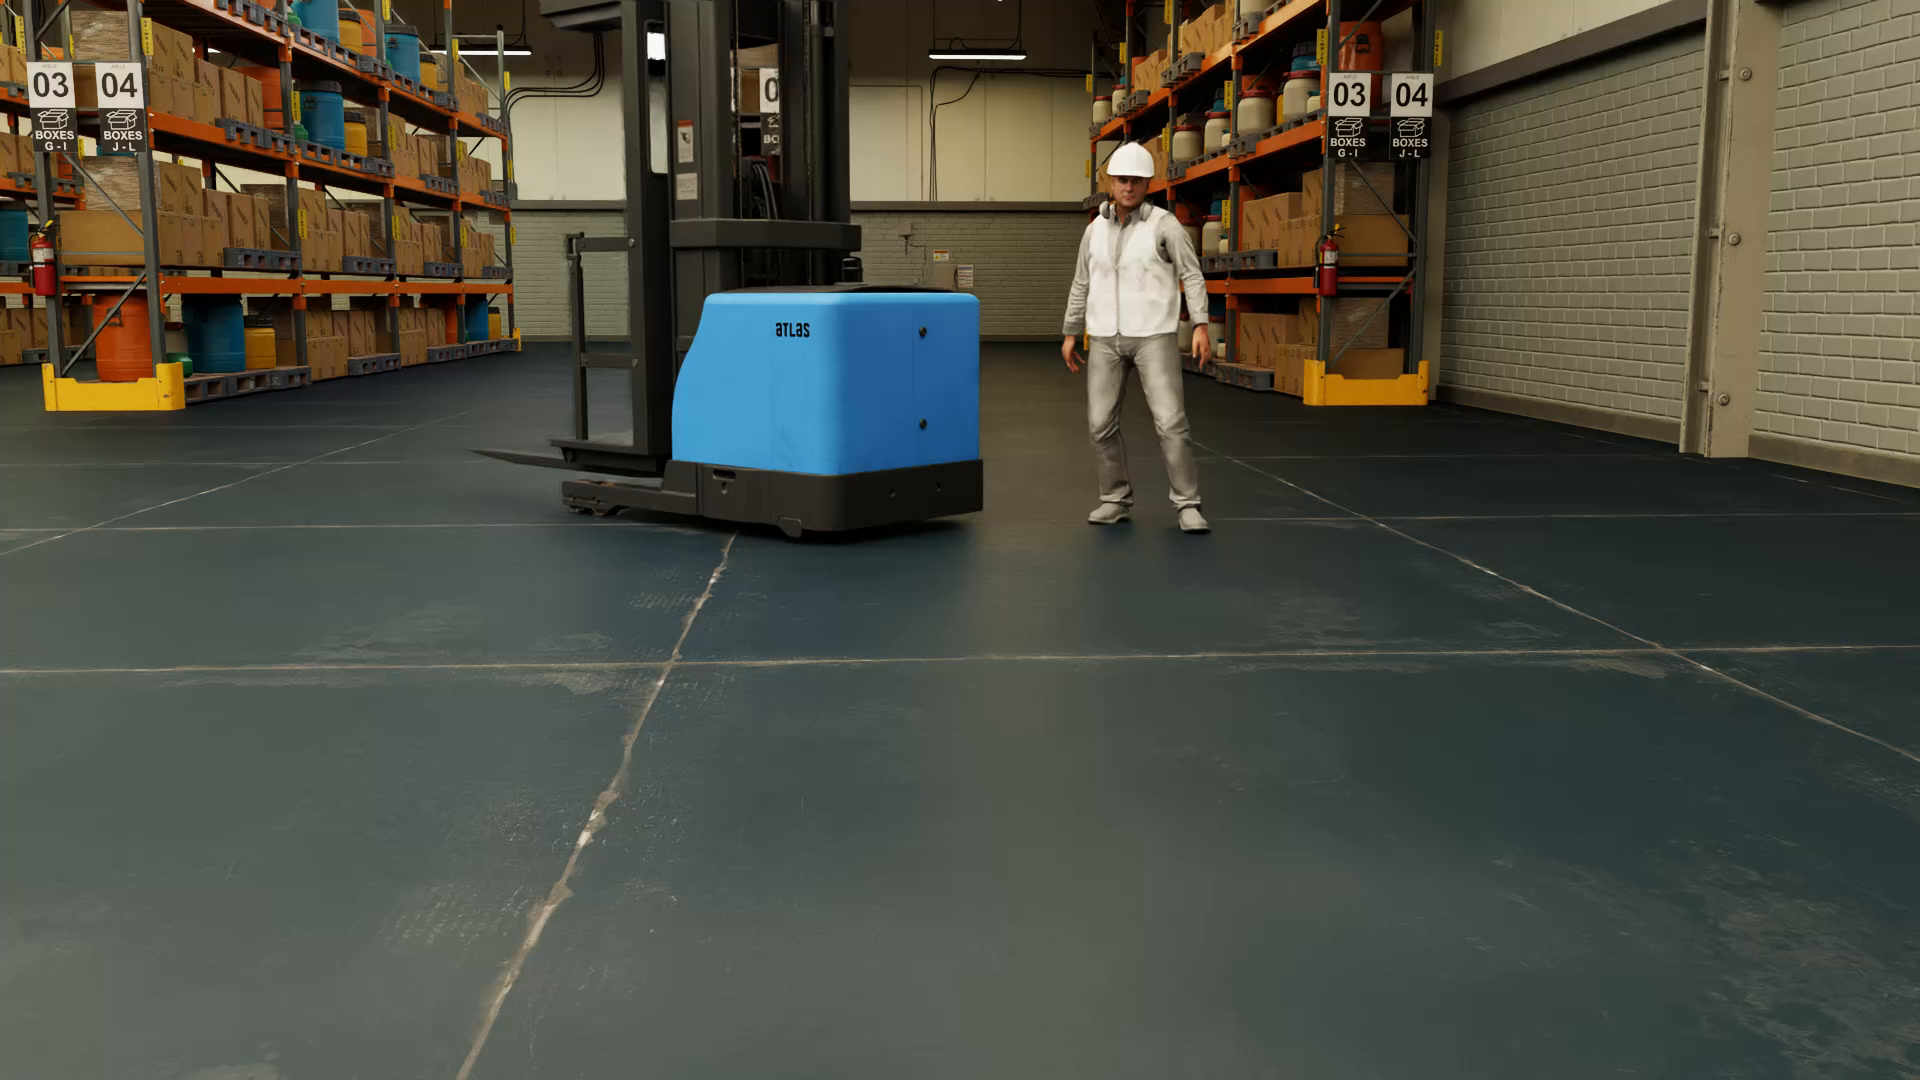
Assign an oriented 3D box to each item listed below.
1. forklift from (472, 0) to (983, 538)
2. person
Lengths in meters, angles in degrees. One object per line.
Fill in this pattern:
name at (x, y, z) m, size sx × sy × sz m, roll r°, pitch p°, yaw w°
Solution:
forklift at (-1.329, -1.613, 8.196) m, size 3.031 × 2.935 × 1.130 m, roll 7°, pitch 11°, yaw 41°
person at (0.811, -0.937, 7.685) m, size 0.805 × 1.747 × 0.434 m, roll 4°, pitch 9°, yaw 26°
